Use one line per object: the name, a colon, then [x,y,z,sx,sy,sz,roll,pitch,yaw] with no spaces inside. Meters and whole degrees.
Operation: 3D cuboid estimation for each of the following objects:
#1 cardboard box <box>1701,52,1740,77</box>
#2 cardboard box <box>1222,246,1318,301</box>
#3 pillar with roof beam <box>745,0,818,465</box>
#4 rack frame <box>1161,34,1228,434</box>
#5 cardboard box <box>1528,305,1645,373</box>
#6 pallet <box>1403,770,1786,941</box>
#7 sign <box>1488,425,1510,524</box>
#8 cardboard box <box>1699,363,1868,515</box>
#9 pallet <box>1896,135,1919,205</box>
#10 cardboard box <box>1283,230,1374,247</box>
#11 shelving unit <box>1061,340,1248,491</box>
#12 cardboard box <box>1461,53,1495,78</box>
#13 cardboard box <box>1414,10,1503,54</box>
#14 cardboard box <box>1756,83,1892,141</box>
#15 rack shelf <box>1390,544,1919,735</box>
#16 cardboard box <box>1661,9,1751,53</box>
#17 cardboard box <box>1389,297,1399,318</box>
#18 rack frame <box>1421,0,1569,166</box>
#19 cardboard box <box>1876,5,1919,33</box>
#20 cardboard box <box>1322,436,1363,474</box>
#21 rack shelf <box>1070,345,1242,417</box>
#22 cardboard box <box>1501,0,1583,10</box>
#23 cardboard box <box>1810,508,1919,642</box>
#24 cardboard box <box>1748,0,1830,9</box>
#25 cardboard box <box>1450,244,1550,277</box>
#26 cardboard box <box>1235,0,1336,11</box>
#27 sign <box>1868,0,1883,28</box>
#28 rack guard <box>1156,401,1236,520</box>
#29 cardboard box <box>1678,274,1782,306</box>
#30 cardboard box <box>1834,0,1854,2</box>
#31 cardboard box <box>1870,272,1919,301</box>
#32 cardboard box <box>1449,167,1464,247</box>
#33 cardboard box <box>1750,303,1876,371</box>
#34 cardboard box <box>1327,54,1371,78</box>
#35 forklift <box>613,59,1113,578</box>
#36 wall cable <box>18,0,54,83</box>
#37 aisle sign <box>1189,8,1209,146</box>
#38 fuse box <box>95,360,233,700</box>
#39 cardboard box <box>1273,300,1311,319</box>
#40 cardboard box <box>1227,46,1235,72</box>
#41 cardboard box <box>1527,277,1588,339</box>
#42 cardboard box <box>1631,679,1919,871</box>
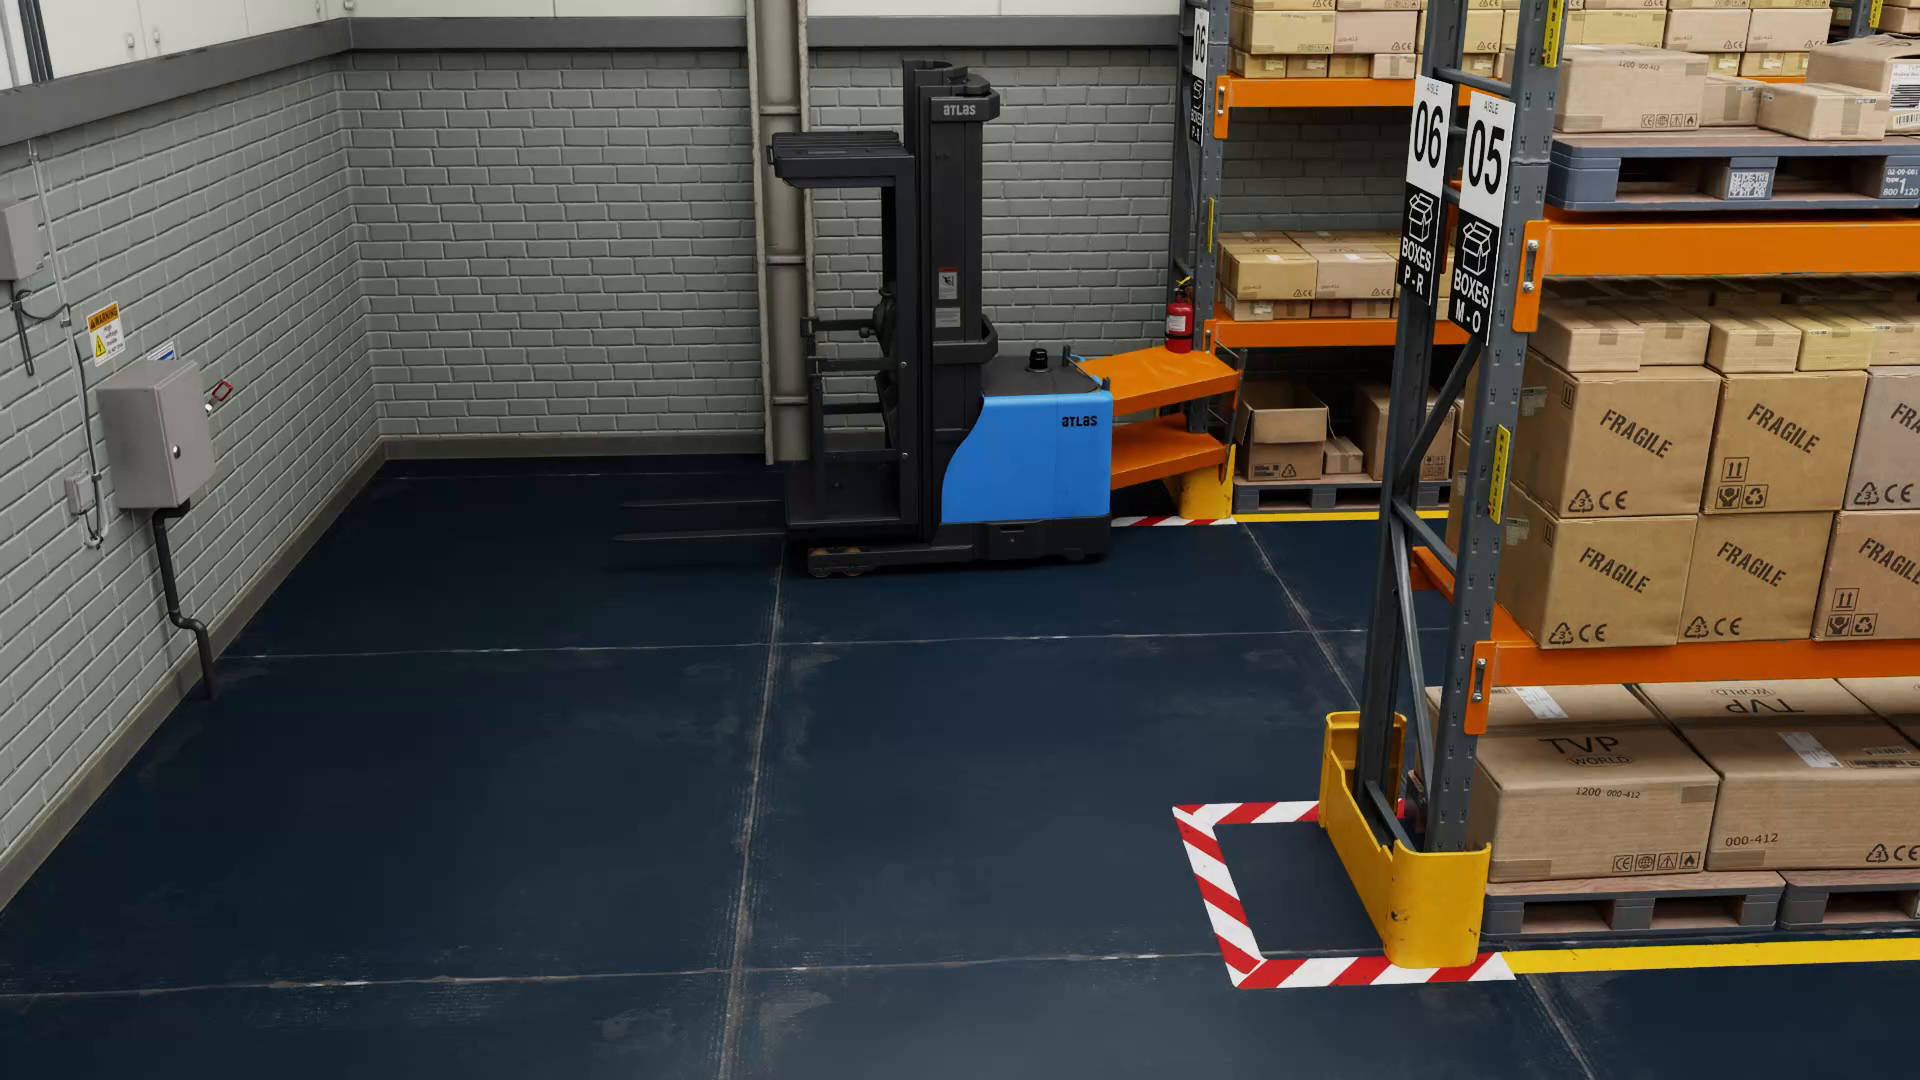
cardboard box: [4.660,-2.990,10.395,0.250,0.149,0.380,0,21,-1]
cardboard box: [1.990,-1.725,10.728,0.500,0.250,0.500,-1,21,-3]
pillar with roof beam: [-0.976,-3.282,6.595,0.400,9.000,9.100,-1,21,-3]
rack frame: [1.522,-1.742,10.982,0.127,3.000,1.000,-1,21,-3]
cardboard box: [2.179,-0.705,5.800,0.250,0.149,0.380,-1,21,-2]
pallet: [2.603,1.280,6.962,1.213,0.211,1.003,-1,21,-3]
sign: [1.835,-0.223,5.664,0.005,0.325,0.100,-1,21,-3]
cardboard box: [2.820,-0.415,5.949,0.500,0.500,0.500,-2,21,-5]
pallet: [3.770,-1.384,5.950,1.213,0.211,1.003,-1,21,-3]
cardboard box: [2.481,-1.925,11.254,0.500,0.250,0.500,-1,21,-3]
shelving unit: [1.182,-0.726,10.627,1.048,1.125,0.538,-14,38,-25]
cardboard box: [3.130,-2.968,10.338,0.250,0.149,0.380,-1,21,-4]
cardboard box: [2.999,-3.149,10.252,0.500,0.250,0.500,-2,21,-5]
cardboard box: [2.909,-1.447,5.612,0.250,0.149,0.380,0,21,-1]
rack shelf: [3.806,0.316,6.585,4.000,0.370,1.077,-1,21,-3]
cardboard box: [4.530,-3.181,10.338,0.500,0.250,0.500,-2,21,-5]
cardboard box: [2.898,-1.564,10.867,0.250,0.149,0.380,-1,21,-2]
rack frame: [1.809,-2.783,5.283,0.127,3.000,1.000,-1,21,-3]
cardboard box: [5.836,-3.216,10.258,0.250,0.149,0.380,-1,21,-2]
cardboard box: [2.564,-0.580,11.345,0.250,0.149,0.380,-2,21,-5]
rack shelf: [1.200,-0.969,10.466,1.000,0.278,0.538,-14,38,-25]
cardboard box: [3.497,-3.399,10.208,0.500,0.250,0.500,-1,21,-2]
cardboard box: [3.317,0.042,6.154,0.500,0.500,0.500,-1,21,-3]
cardboard box: [5.025,-3.432,10.295,0.500,0.250,0.500,-1,21,-3]
cardboard box: [3.509,-1.764,10.833,0.500,0.250,0.500,-2,21,-4]
cardboard box: [1.979,-3.367,10.122,0.500,0.250,0.500,-1,21,-4]
sign: [5.554,-3.274,10.063,0.005,0.325,0.100,-1,21,-3]
rack guard: [1.598,-0.576,11.430,0.348,0.500,1.175,-1,21,-3]
cardboard box: [2.915,-0.914,6.349,0.250,0.149,0.380,-1,21,-2]
cardboard box: [5.808,-3.538,10.685,0.250,0.149,0.380,-1,21,-4]
cardboard box: [3.690,-0.919,6.361,0.250,0.149,0.380,0,21,-1]
cardboard box: [3.488,-2.106,10.675,0.500,0.500,0.500,-1,21,-2]
cardboard box: [2.965,-0.712,5.818,0.250,0.149,0.380,-2,21,-5]
cardboard box: [2.371,-2.964,10.329,0.250,0.149,0.380,-1,21,-3]
forklift: [-0.624,-1.343,10.029,3.031,2.935,1.130,-2,21,-7]
wall cable: [-4.015,-3.842,8.013,0.133,3.039,2.988,-1,21,-3]
aisle sign: [1.471,-2.852,10.241,0.004,0.787,0.394,-1,21,-3]
fuse box: [-3.793,-0.003,8.225,0.414,1.711,0.539,-1,21,-3]
cardboard box: [2.117,-1.556,10.845,0.250,0.149,0.380,-1,21,-2]
cardboard box: [1.828,-3.115,10.725,0.250,0.149,0.380,-1,21,-2]
cardboard box: [2.156,-0.875,6.245,0.250,0.149,0.380,-1,21,-2]
cardboard box: [3.376,0.951,6.917,0.875,0.438,0.875,-1,21,-2]
